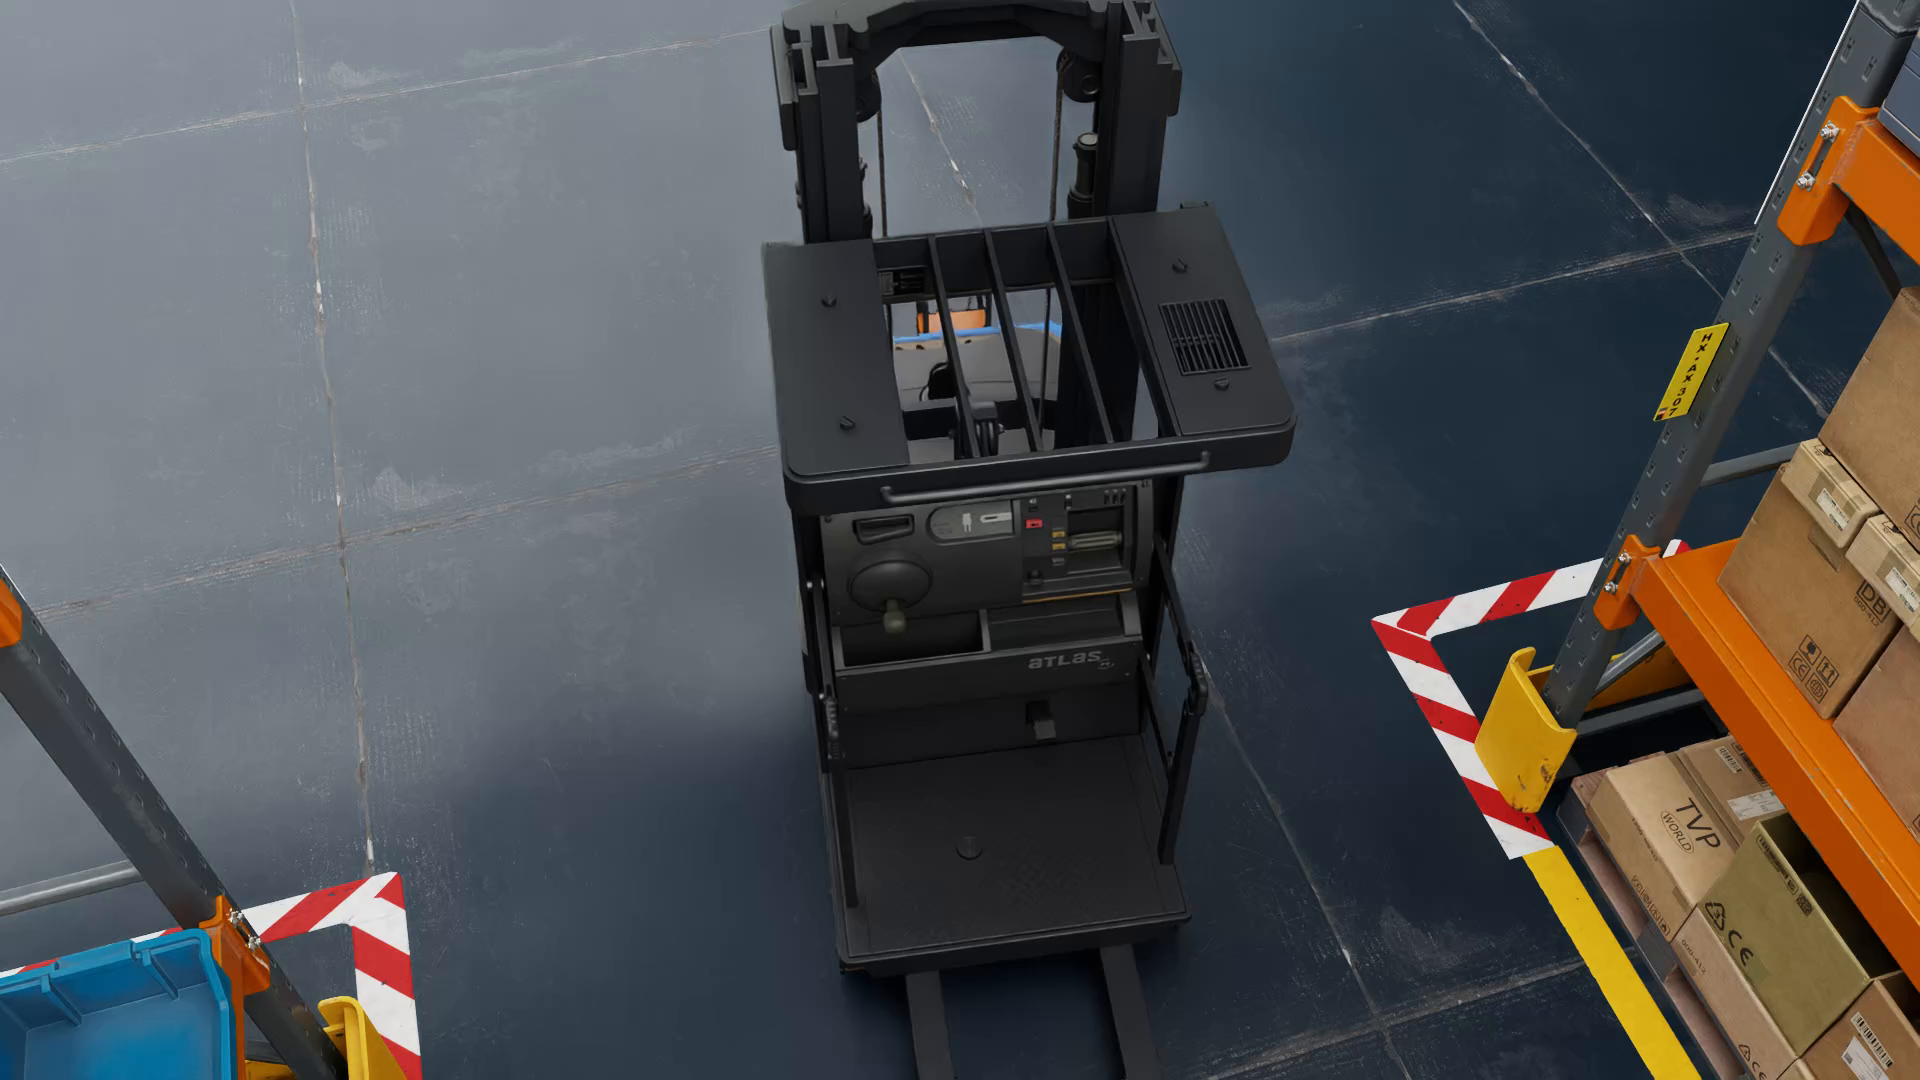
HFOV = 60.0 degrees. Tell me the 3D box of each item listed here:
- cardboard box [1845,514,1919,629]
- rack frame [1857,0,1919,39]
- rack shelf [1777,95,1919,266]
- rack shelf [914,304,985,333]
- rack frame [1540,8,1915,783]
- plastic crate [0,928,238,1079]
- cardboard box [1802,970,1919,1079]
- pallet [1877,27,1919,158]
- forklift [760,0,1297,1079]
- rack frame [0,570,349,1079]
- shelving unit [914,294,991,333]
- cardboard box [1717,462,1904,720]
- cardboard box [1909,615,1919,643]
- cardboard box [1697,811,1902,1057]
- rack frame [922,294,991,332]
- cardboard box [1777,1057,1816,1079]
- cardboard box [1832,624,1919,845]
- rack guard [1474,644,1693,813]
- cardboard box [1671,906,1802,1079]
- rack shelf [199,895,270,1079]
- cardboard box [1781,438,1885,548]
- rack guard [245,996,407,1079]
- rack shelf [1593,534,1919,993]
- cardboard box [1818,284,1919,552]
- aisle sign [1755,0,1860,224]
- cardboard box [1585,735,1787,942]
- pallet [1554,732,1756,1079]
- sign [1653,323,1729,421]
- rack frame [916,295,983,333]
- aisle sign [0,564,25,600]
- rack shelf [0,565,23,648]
[{"bbox_3d":[2.422,0.036,4.058,0.380,0.149,0.250,-15,51,-12],"label":"cardboard box"},{"bbox_3d":[2.431,-2.184,2.495,1.000,3.000,0.127,-13,51,-11],"label":"rack frame"},{"bbox_3d":[3.023,0.476,2.685,1.077,0.370,4.000,-13,51,-11],"label":"rack shelf"},{"bbox_3d":[-0.024,-0.737,5.964,0.258,0.103,0.180,-6,50,-5],"label":"rack shelf"},{"bbox_3d":[2.431,-0.250,4.788,1.000,3.000,0.127,-13,51,-11],"label":"rack frame"},{"bbox_3d":[-1.868,1.213,3.652,0.499,0.251,0.616,-13,51,-11],"label":"plastic crate"},{"bbox_3d":[2.687,1.428,4.407,0.500,0.500,0.500,-13,51,-11],"label":"cardboard box"},{"bbox_3d":[2.616,-0.666,3.235,1.003,0.211,1.213,-13,51,-11],"label":"pallet"},{"bbox_3d":[0.114,0.140,4.504,1.130,2.935,3.031,-6,50,-5],"label":"forklift"},{"bbox_3d":[-2.305,0.868,3.846,0.949,2.616,0.053,-13,51,-11],"label":"rack frame"},{"bbox_3d":[-0.024,-0.534,6.205,0.258,1.200,0.189,-6,50,-5],"label":"shelving unit"},{"bbox_3d":[2.557,0.062,4.460,0.700,0.500,0.500,-13,51,-11],"label":"cardboard box"},{"bbox_3d":[2.495,0.219,3.904,0.380,0.149,0.250,-13,51,-11],"label":"cardboard box"},{"bbox_3d":[2.527,1.066,4.712,0.500,0.500,0.500,-13,51,-11],"label":"cardboard box"},{"bbox_3d":[-0.011,-0.465,6.147,0.240,1.200,0.006,-6,50,-5],"label":"rack frame"},{"bbox_3d":[2.676,1.673,4.691,0.500,0.250,0.500,-13,51,-11],"label":"cardboard box"},{"bbox_3d":[2.717,0.444,4.138,0.700,0.500,0.500,-12,51,-10],"label":"cardboard box"},{"bbox_3d":[2.424,0.538,5.759,1.175,0.500,0.348,-13,51,-11],"label":"rack guard"},{"bbox_3d":[2.529,1.307,4.999,0.500,0.250,0.500,-13,51,-11],"label":"cardboard box"},{"bbox_3d":[-1.710,2.560,2.890,1.077,0.370,4.000,-13,51,-11],"label":"rack shelf"},{"bbox_3d":[2.342,-0.156,4.220,0.380,0.149,0.250,-14,51,-11],"label":"cardboard box"},{"bbox_3d":[-2.234,1.718,4.764,1.175,0.500,0.348,-13,51,-11],"label":"rack guard"},{"bbox_3d":[3.023,1.443,3.832,1.077,0.370,4.000,-13,51,-11],"label":"rack shelf"},{"bbox_3d":[2.573,-0.318,3.932,0.700,0.500,0.500,-13,51,-11],"label":"cardboard box"},{"bbox_3d":[2.119,-1.067,3.777,0.394,0.787,0.004,-13,51,-11],"label":"aisle sign"},{"bbox_3d":[2.377,0.943,5.307,0.500,0.250,0.500,-13,51,-11],"label":"cardboard box"},{"bbox_3d":[2.698,1.198,5.392,1.003,0.211,1.213,-13,51,-11],"label":"pallet"},{"bbox_3d":[1.899,-0.433,4.325,0.100,0.325,0.005,-13,51,-11],"label":"sign"},{"bbox_3d":[-0.038,-0.603,6.263,0.240,1.200,0.006,-6,50,-5],"label":"rack frame"},{"bbox_3d":[-2.039,-0.090,2.954,0.394,0.787,0.004,-13,51,-11],"label":"aisle sign"},{"bbox_3d":[-1.710,1.593,1.743,1.077,0.370,4.000,-13,51,-11],"label":"rack shelf"}]
